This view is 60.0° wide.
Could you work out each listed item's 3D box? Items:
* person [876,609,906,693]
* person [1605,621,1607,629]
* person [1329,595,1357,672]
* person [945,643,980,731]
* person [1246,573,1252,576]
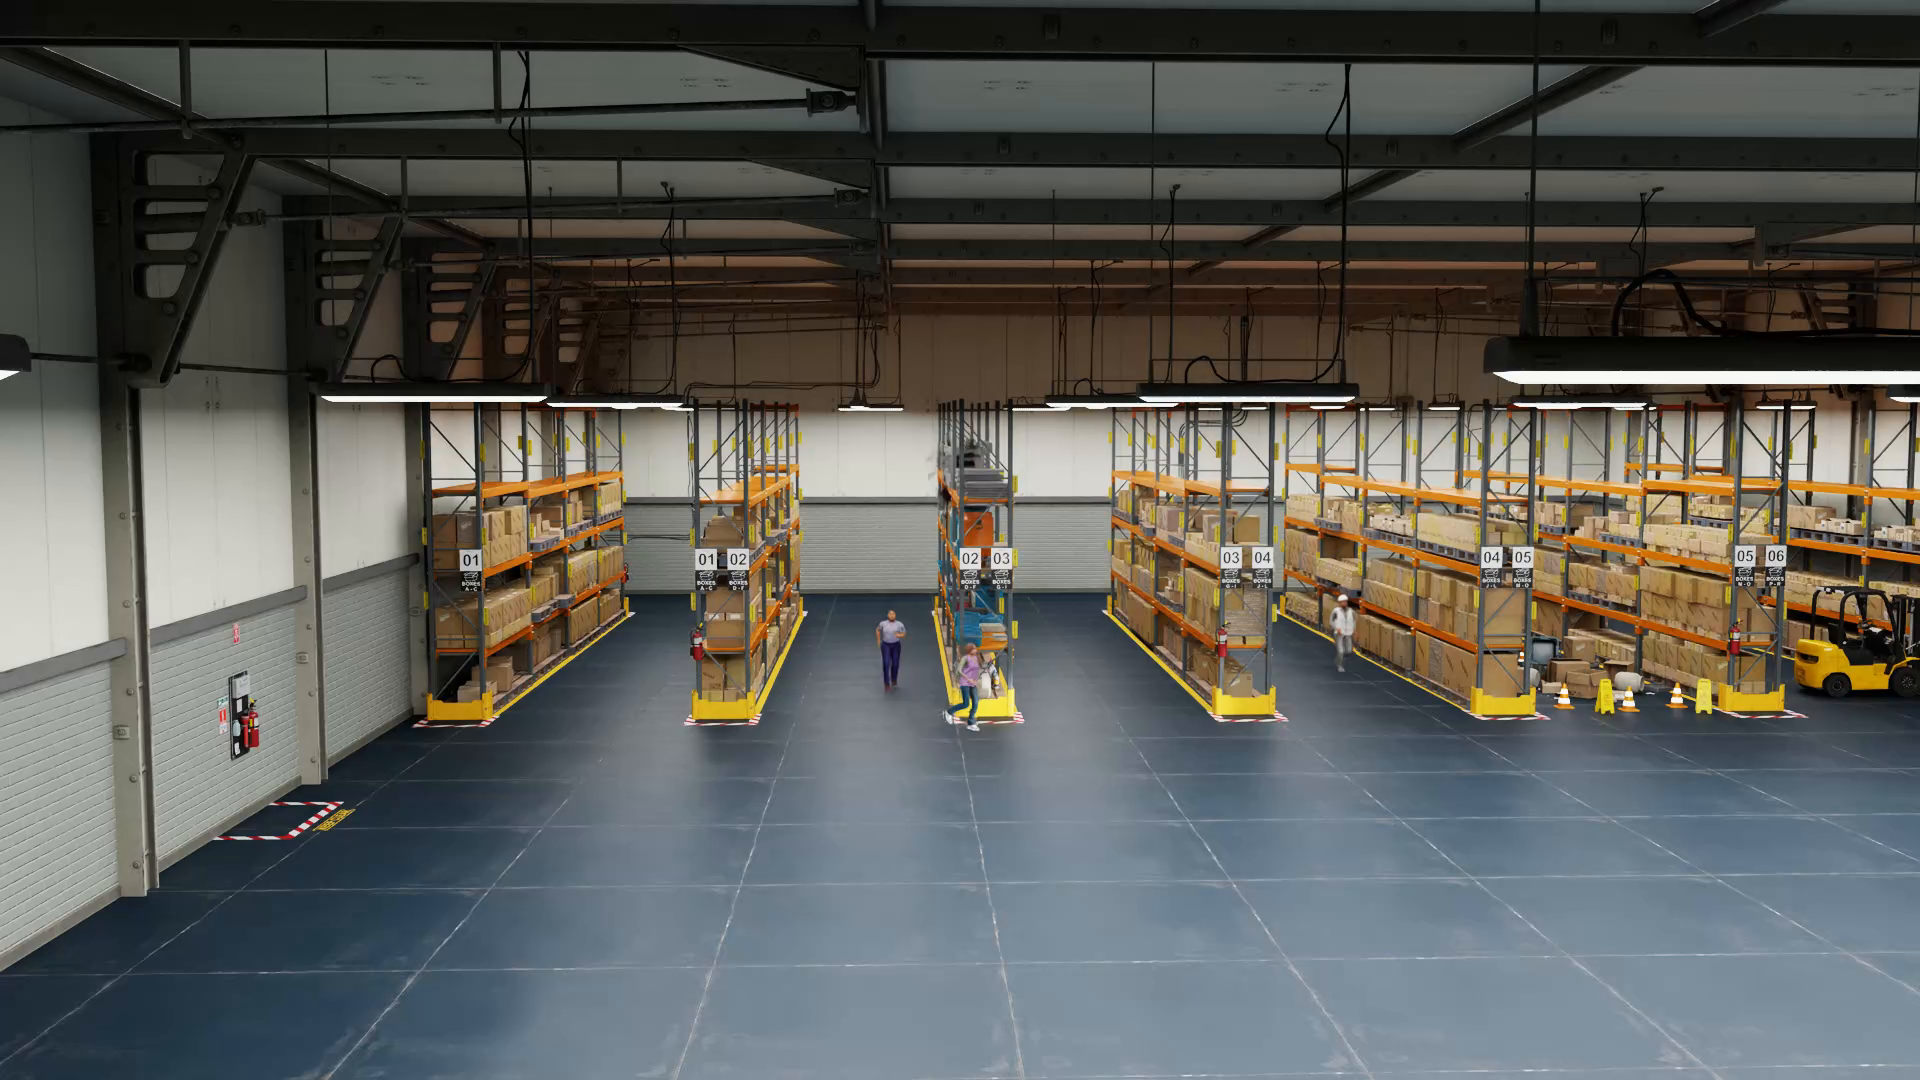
[{"bbox_3d":[-1.428,2.287,34.530,0.582,1.695,0.775,-1,4,-9],"label":"person"},{"bbox_3d":[16.332,1.682,42.632,0.580,1.642,0.706,-1,4,-7],"label":"person"},{"bbox_3d":[8.500,2.069,36.907,0.645,1.723,0.617,-1,4,-8],"label":"person"},{"bbox_3d":[0.126,2.654,30.270,0.709,1.580,0.587,3,5,35],"label":"person"},{"bbox_3d":[8.076,1.298,47.140,0.599,1.691,0.846,1,5,19],"label":"person"}]
